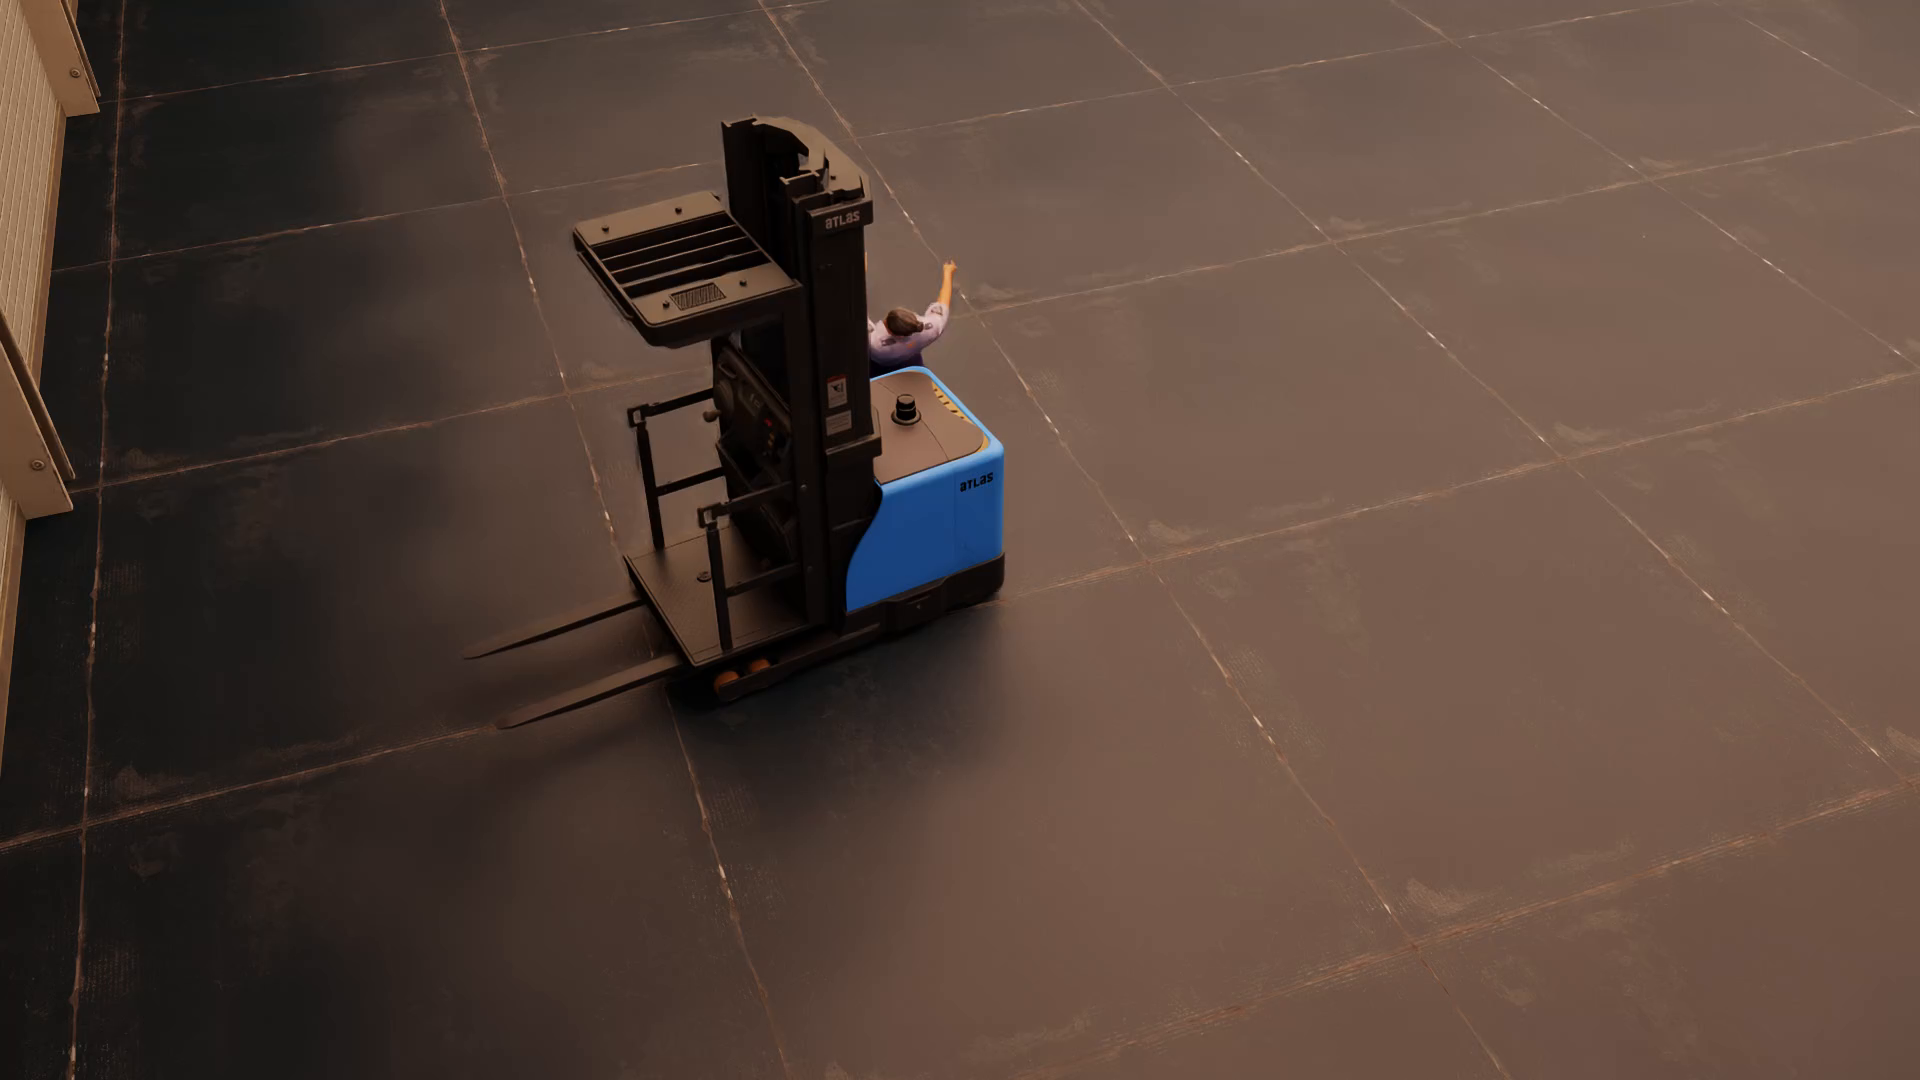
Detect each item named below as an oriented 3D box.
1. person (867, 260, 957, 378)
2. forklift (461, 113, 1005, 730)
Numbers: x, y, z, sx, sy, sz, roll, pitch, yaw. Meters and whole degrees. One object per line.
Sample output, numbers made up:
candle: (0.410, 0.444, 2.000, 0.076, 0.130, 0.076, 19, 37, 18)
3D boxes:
person: (-0.300, -1.117, 10.402, 1.018, 1.503, 0.631, -30, 48, -31)
forklift: (-1.276, -0.621, 8.736, 3.031, 2.935, 1.130, -20, 44, -22)
